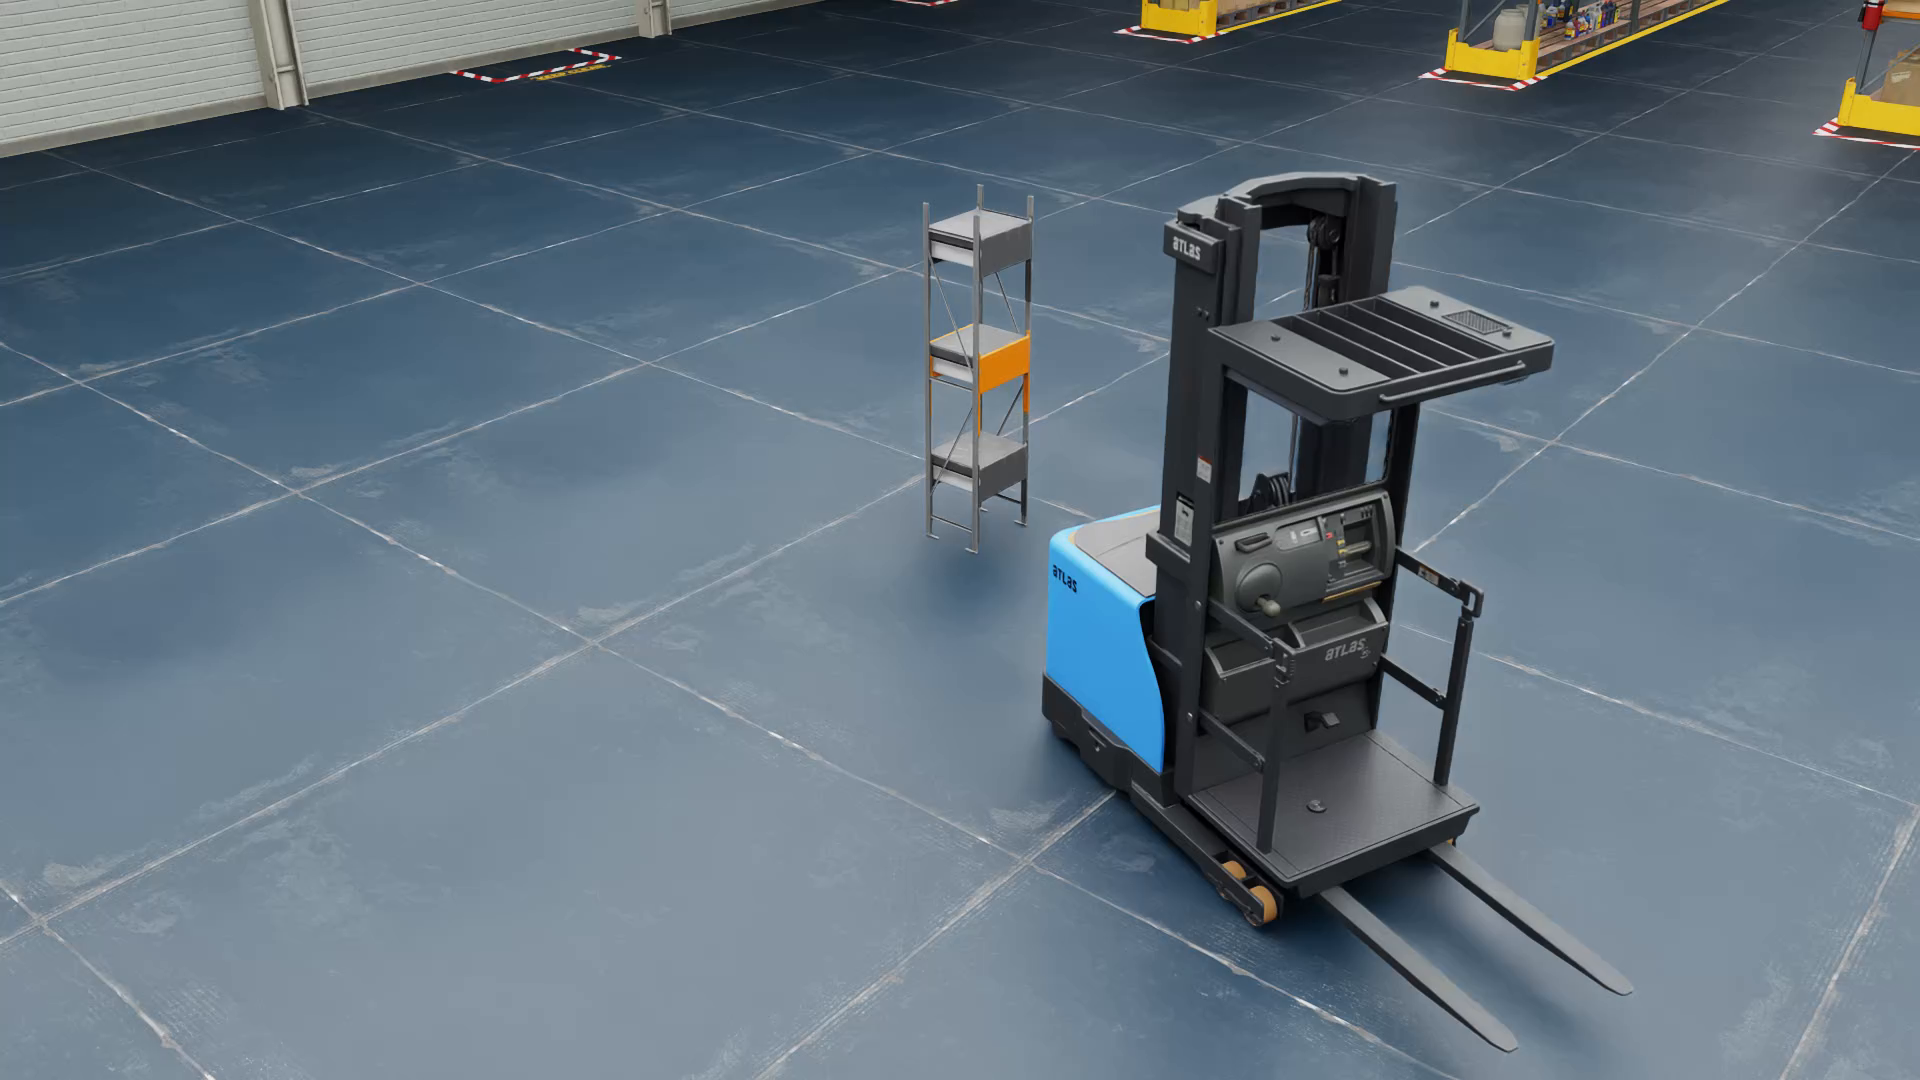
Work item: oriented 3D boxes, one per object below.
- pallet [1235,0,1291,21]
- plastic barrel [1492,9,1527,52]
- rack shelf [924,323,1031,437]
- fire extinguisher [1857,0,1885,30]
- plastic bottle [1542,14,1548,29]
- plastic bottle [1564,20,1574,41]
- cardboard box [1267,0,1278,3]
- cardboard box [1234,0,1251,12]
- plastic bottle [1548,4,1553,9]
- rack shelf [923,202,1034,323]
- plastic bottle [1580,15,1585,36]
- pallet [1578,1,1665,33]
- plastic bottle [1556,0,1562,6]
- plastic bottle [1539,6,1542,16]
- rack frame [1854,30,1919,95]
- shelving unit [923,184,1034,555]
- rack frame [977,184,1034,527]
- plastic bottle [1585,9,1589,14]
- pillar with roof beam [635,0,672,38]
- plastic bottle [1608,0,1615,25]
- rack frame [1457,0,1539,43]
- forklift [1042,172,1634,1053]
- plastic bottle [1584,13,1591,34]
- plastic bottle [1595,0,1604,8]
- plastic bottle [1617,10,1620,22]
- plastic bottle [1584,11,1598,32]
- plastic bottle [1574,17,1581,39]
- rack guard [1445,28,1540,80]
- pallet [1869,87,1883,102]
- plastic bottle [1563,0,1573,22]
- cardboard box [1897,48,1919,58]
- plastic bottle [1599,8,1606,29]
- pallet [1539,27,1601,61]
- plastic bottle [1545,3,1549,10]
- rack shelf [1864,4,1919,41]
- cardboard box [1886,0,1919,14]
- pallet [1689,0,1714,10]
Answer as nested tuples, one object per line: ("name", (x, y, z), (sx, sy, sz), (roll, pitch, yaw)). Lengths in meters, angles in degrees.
("pallet", (4.541, -8.528, 26.504), (1.003, 0.211, 1.213), (21, 34, 34))
("plastic barrel", (7.490, -6.940, 22.652), (0.421, 0.512, 0.421), (0, 27, 0))
("rack shelf", (0.105, -0.979, 9.887), (0.431, 0.518, 0.480), (21, 34, 34))
("fire extinguisher", (10.524, -6.215, 19.084), (0.296, 0.674, 0.183), (21, 34, 34))
("plastic bottle", (8.453, -7.506, 24.061), (0.097, 0.201, 0.097), (0, 27, 0))
("plastic bottle", (8.524, -7.138, 23.275), (0.097, 0.271, 0.097), (0, 27, 0))
("cardboard box", (4.778, -8.674, 26.288), (0.500, 0.250, 0.500), (21, 34, 34))
("cardboard box", (4.138, -8.321, 25.605), (0.500, 0.250, 0.500), (21, 34, 34))
("plastic bottle", (8.656, -7.710, 24.380), (0.097, 0.271, 0.097), (0, 27, 0))
("rack shelf", (0.105, -1.601, 9.566), (0.431, 0.518, 0.480), (21, 34, 34))
("plastic bottle", (8.806, -7.295, 23.578), (0.097, 0.271, 0.097), (0, 27, 0))
("pallet", (10.144, -8.073, 25.625), (1.003, 0.211, 1.213), (21, 34, 34))
("plastic bottle", (8.841, -7.875, 24.613), (0.144, 0.351, 0.185), (22, 34, 36))
("plastic bottle", (8.332, -7.592, 24.064), (0.144, 0.351, 0.185), (22, 35, 36))
("rack frame", (10.952, -6.156, 18.884), (1.000, 3.000, 0.127), (21, 34, 34))
("shelving unit", (0.105, -0.991, 9.881), (0.431, 2.100, 0.503), (21, 34, 34))
("rack frame", (0.261, -1.078, 10.048), (0.400, 2.100, 0.015), (21, 34, 34))
("plastic bottle", (9.064, -7.536, 24.030), (0.061, 0.283, 0.133), (21, 34, 34))
("pillar with roof beam", (-1.231, -10.279, 20.325), (9.100, 9.000, 0.400), (21, 34, 34))
("plastic bottle", (9.487, -7.728, 24.327), (0.144, 0.351, 0.185), (20, 33, 33))
("rack frame", (7.130, -7.603, 21.682), (1.000, 3.000, 0.127), (21, 34, 34))
("forklift", (1.571, 0.099, 6.868), (1.130, 2.935, 3.031), (-14, 31, -26))
("plastic bottle", (8.934, -7.367, 23.717), (0.097, 0.271, 0.097), (0, 27, 0))
("plastic bottle", (9.376, -7.770, 24.409), (0.144, 0.351, 0.185), (21, 34, 34))
("plastic bottle", (9.684, -7.754, 24.541), (0.097, 0.201, 0.097), (0, 27, 0))
("plastic bottle", (9.053, -7.455, 23.882), (0.152, 0.276, 0.135), (21, 34, 35))
("plastic bottle", (8.682, -7.219, 23.417), (0.061, 0.283, 0.133), (21, 34, 35))
("rack guard", (7.142, -6.534, 22.335), (1.175, 0.500, 0.348), (21, 34, 34))
("pallet", (11.544, -5.222, 20.114), (1.003, 0.211, 1.213), (21, 34, 34))
("plastic bottle", (8.952, -7.833, 24.531), (0.144, 0.351, 0.185), (21, 34, 34))
("cardboard box", (11.716, -5.670, 20.210), (0.500, 0.500, 0.500), (-18, 32, -31))
("plastic bottle", (9.294, -7.560, 24.076), (0.061, 0.283, 0.133), (23, 35, 38))
("pallet", (8.439, -7.122, 23.788), (1.003, 0.211, 1.213), (21, 34, 34))
("plastic bottle", (8.584, -7.732, 24.409), (0.061, 0.283, 0.133), (23, 35, 37))
("rack shelf", (12.224, -6.545, 20.420), (1.077, 0.370, 4.000), (21, 34, 34))
("cardboard box", (10.974, -6.205, 19.254), (0.380, 0.149, 0.250), (21, 34, 34))
("pallet", (11.696, -8.938, 27.297), (1.003, 0.211, 1.213), (21, 34, 34))
